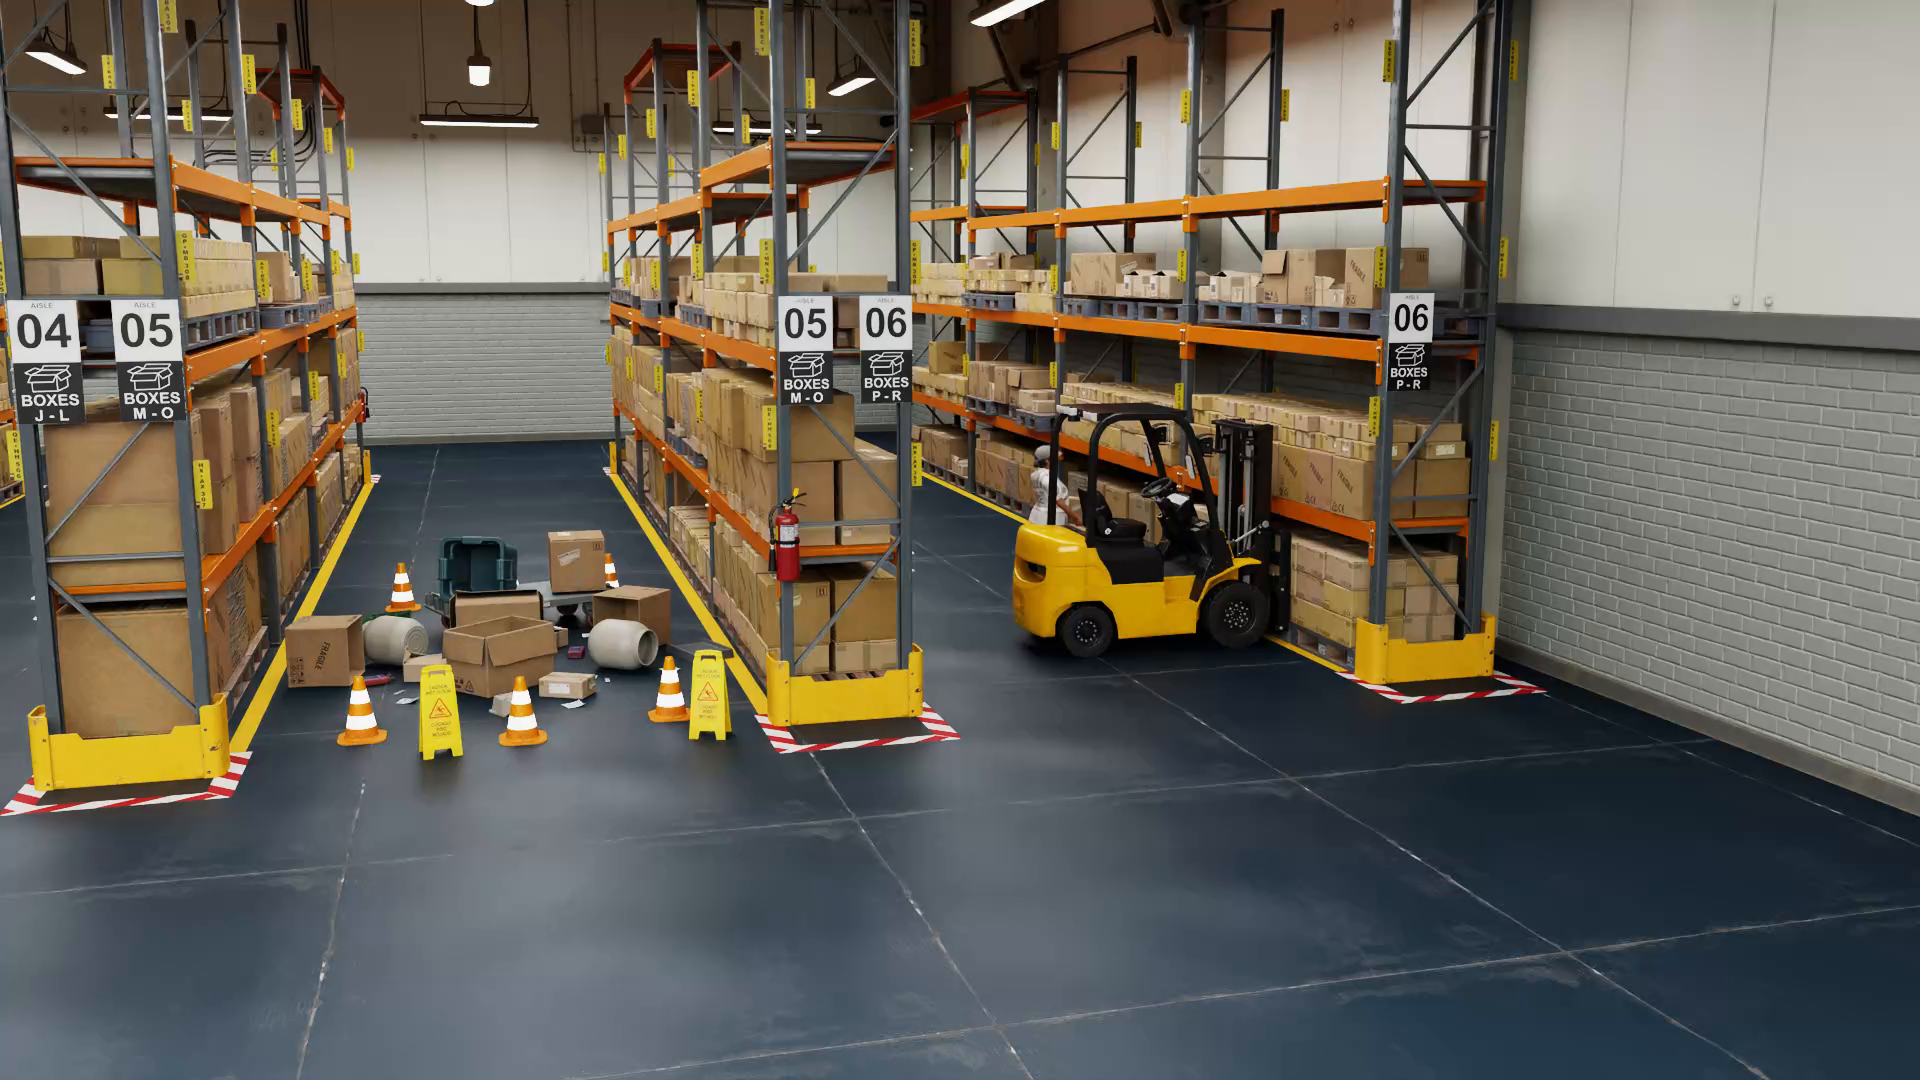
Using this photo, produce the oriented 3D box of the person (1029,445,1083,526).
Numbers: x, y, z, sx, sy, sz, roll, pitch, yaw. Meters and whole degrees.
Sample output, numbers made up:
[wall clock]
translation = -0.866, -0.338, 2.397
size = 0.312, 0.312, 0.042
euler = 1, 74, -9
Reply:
[person]
translation = 0.968, -0.127, 16.671
size = 0.535, 1.653, 0.452
euler = -3, 10, -15
